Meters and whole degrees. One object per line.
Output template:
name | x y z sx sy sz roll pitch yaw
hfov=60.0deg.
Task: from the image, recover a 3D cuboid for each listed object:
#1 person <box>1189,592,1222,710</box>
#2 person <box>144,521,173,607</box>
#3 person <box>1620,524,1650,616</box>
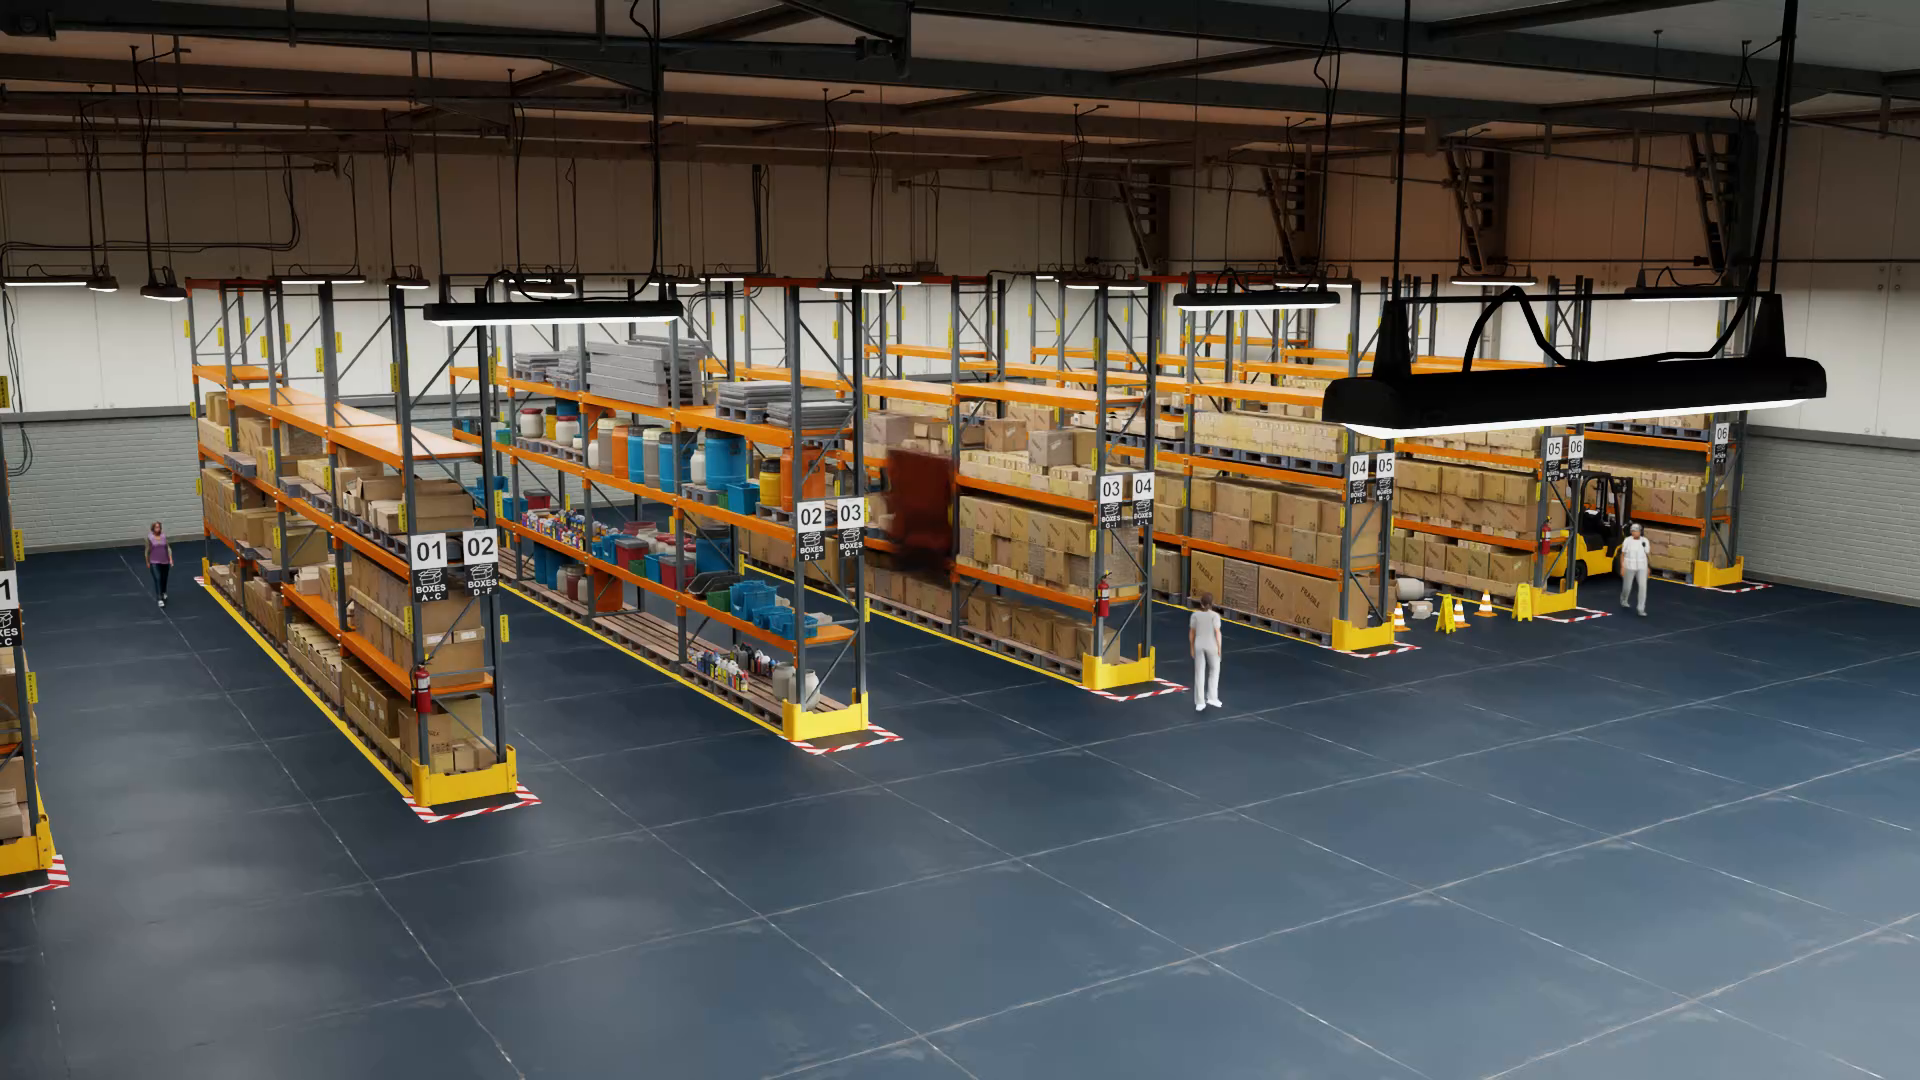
person | 3.492 1.591 23.665 0.494 1.696 0.646 4 10 22
person | -14.827 0.411 30.779 0.447 1.540 0.972 -6 11 -33
person | 12.207 0.508 30.030 0.522 1.621 0.906 2 10 9
